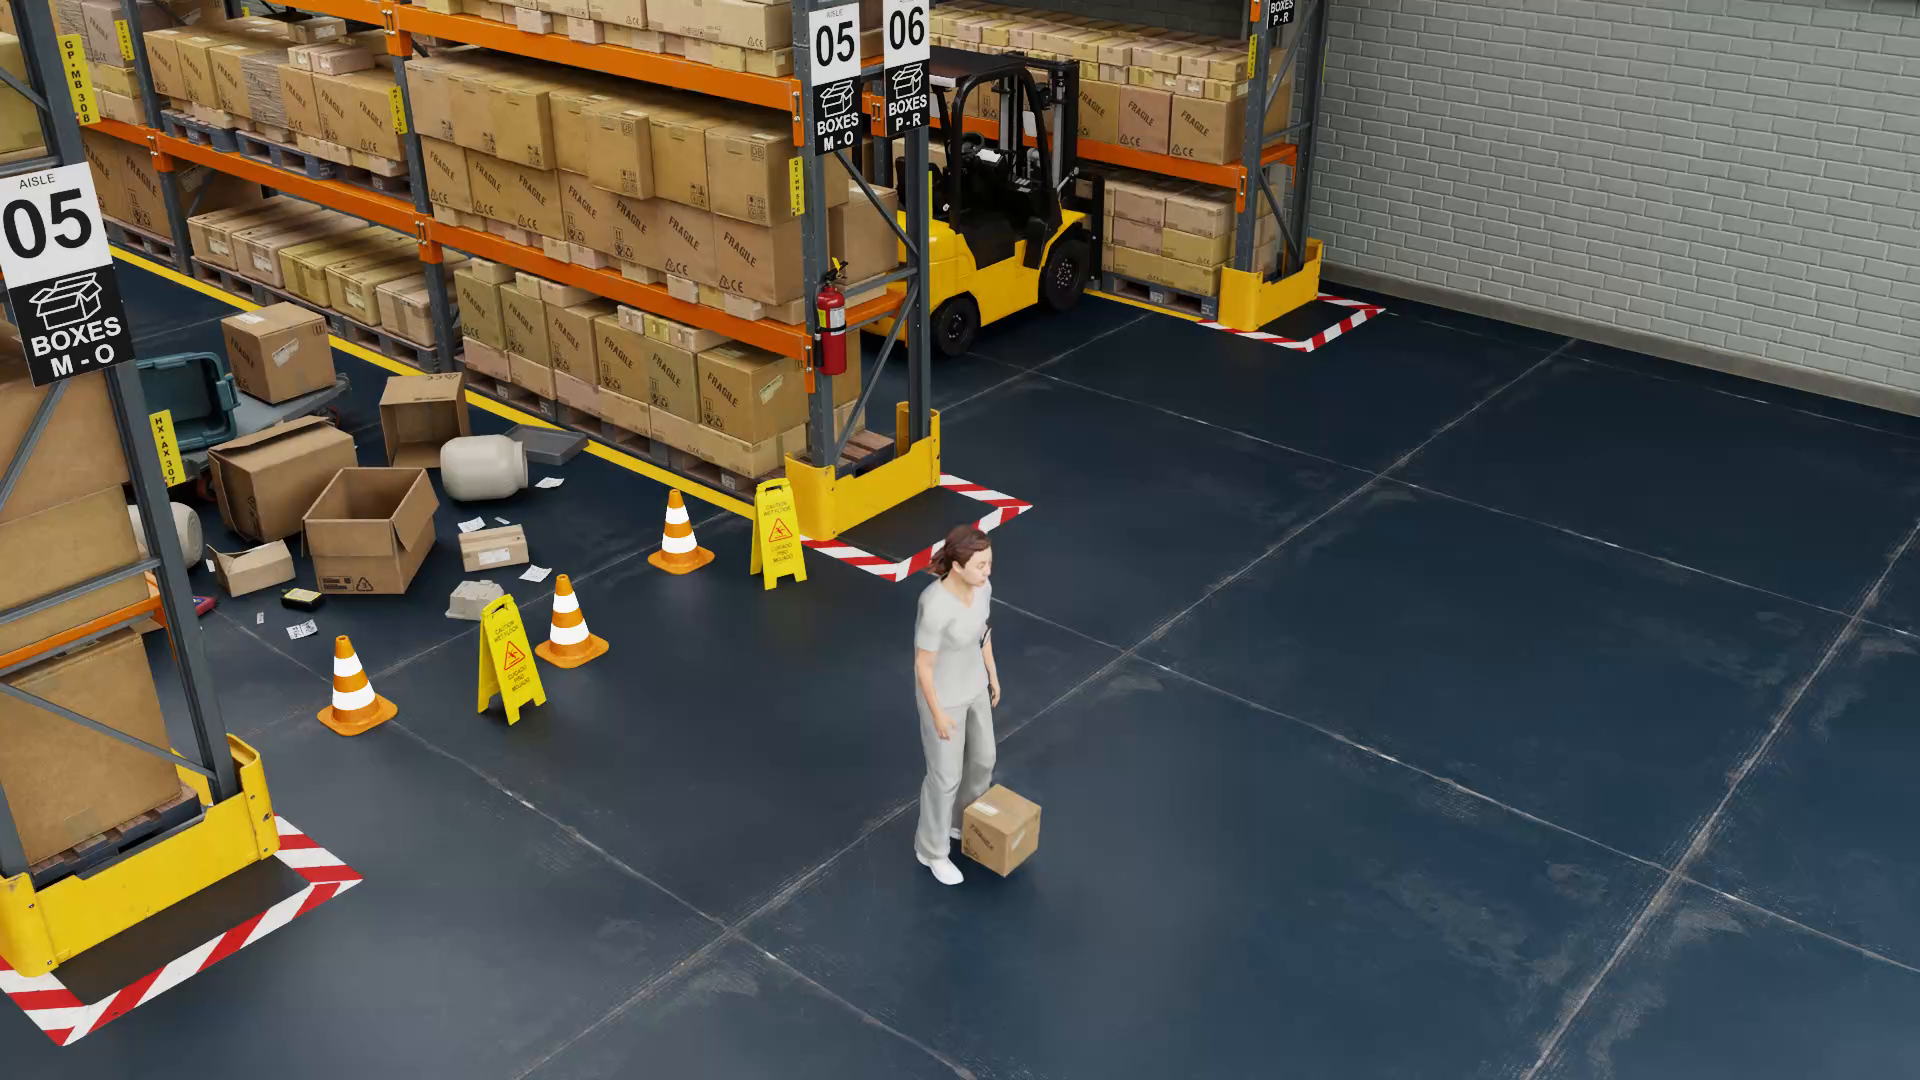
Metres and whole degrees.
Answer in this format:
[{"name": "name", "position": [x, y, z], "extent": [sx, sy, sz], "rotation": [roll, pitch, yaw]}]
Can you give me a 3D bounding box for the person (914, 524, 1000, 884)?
[{"name": "person", "position": [-0.006, 0.687, 7.297], "extent": [0.362, 1.674, 0.483], "rotation": [20, 33, 33]}]
